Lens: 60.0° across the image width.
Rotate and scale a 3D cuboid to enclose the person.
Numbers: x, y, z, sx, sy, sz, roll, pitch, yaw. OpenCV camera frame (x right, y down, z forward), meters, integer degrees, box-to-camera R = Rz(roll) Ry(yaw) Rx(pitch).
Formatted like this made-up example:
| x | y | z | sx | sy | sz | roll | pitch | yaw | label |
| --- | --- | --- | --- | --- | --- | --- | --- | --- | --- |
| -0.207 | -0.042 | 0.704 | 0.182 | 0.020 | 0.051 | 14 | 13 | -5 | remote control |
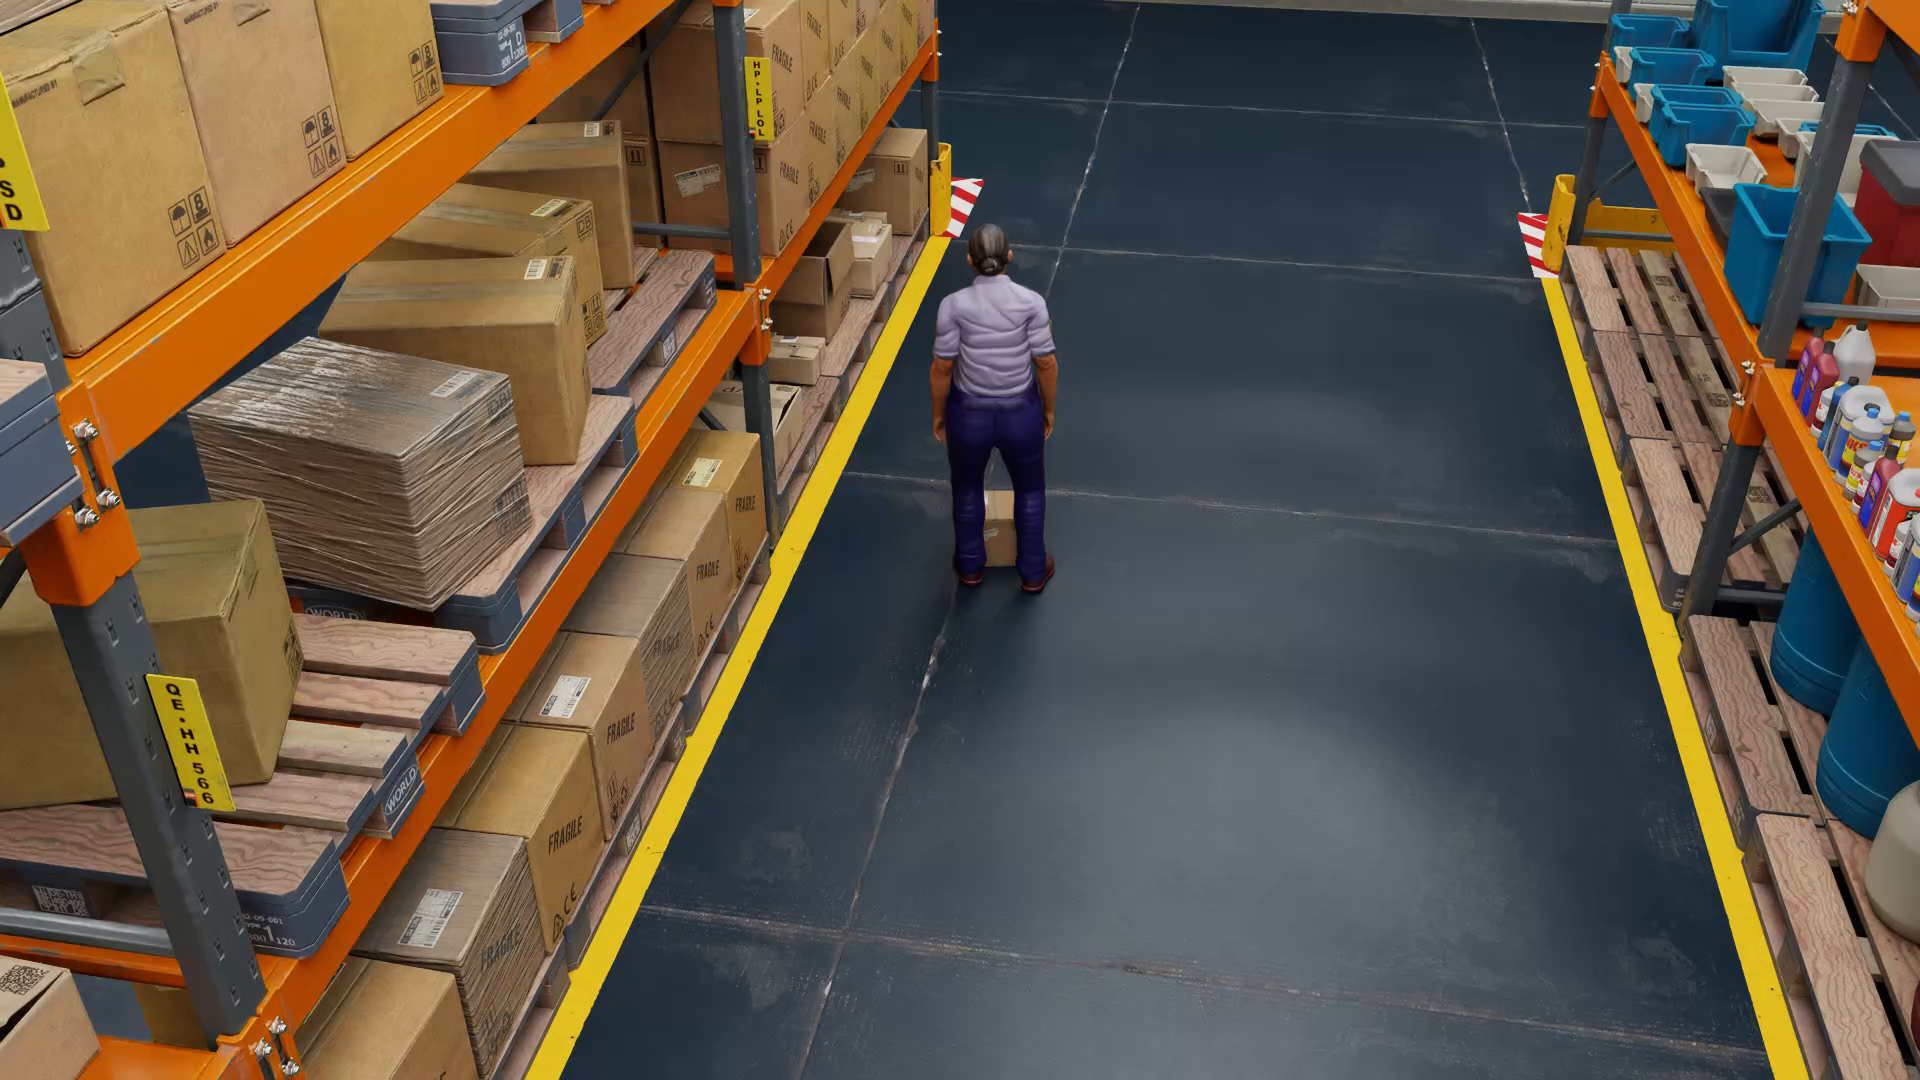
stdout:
| x | y | z | sx | sy | sz | roll | pitch | yaw | label |
| --- | --- | --- | --- | --- | --- | --- | --- | --- | --- |
| 0.152 | -0.528 | 6.973 | 0.554 | 1.650 | 0.425 | 0 | 33 | -1 | person |
